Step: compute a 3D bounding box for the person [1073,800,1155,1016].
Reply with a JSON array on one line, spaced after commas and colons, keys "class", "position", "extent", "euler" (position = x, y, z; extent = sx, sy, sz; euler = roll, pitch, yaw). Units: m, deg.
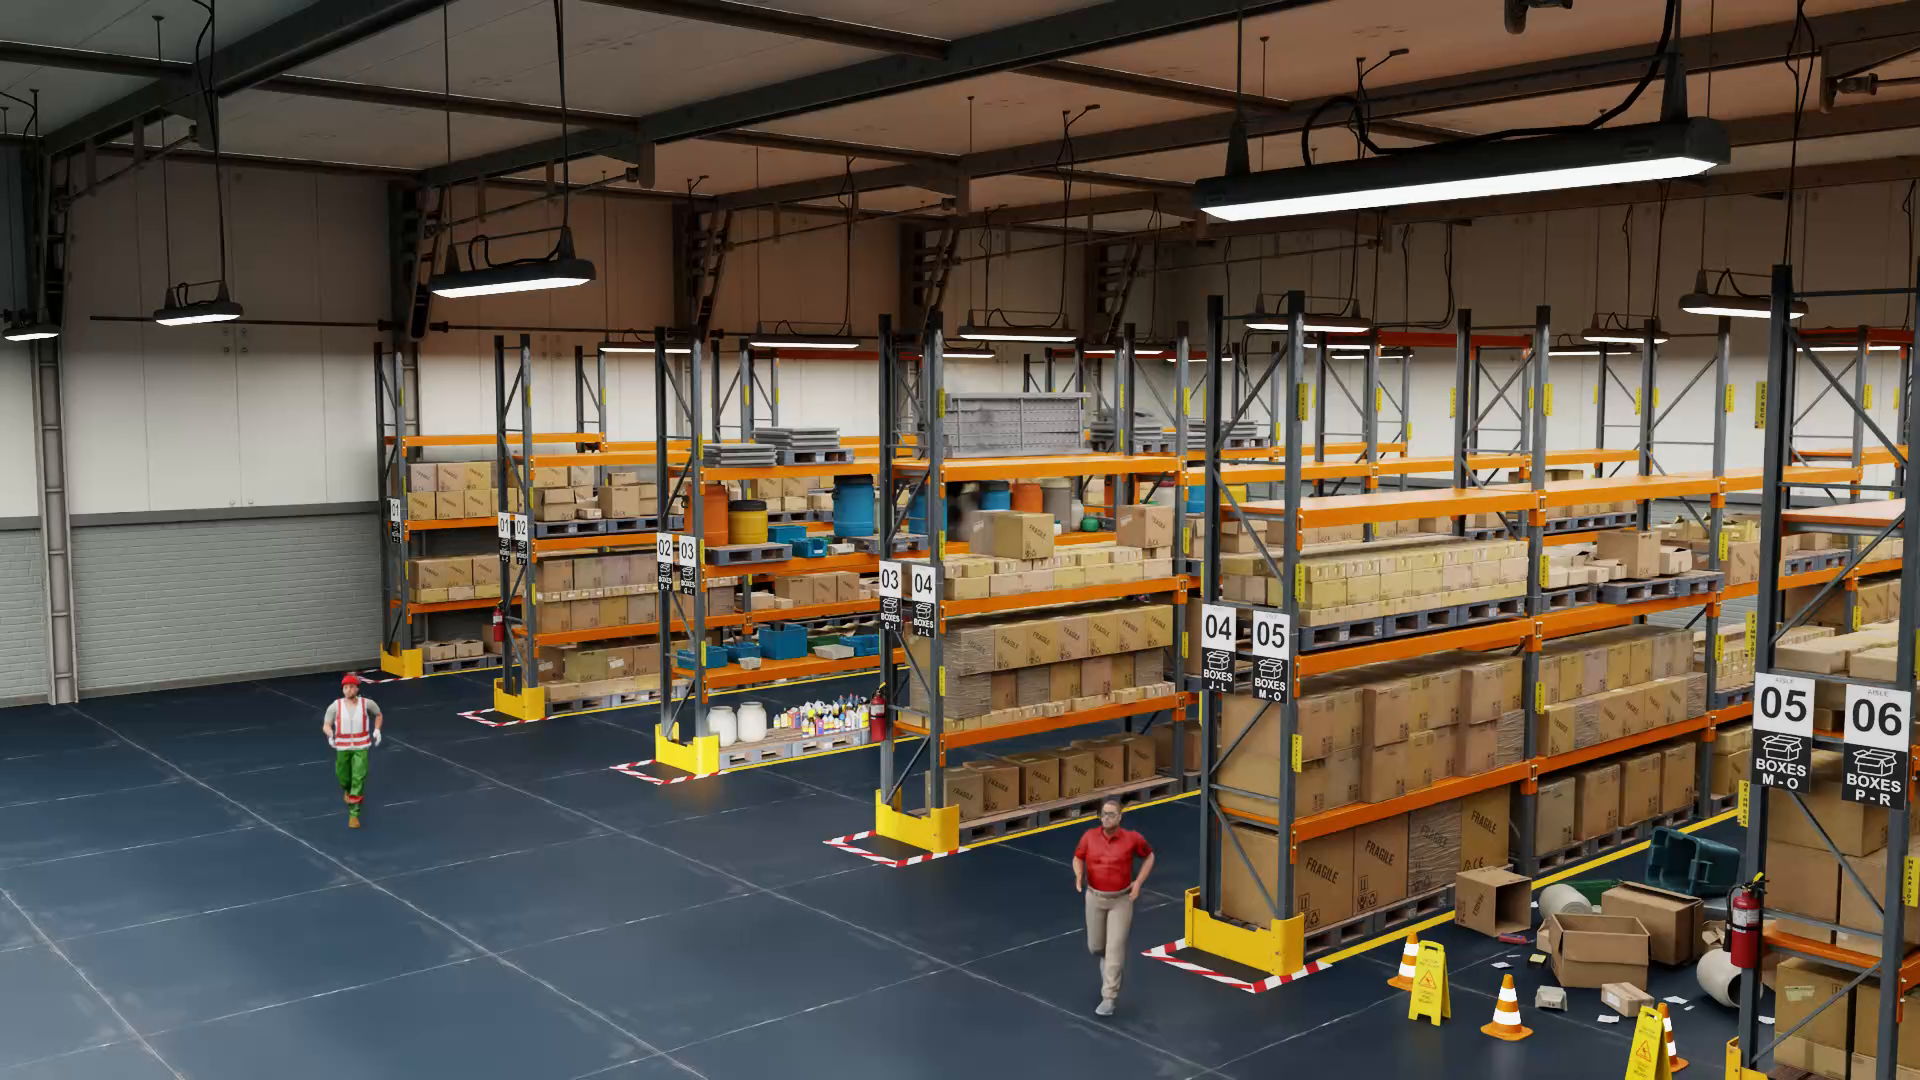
[{"class": "person", "position": [1.259, 3.029, 13.967], "extent": [0.679, 1.695, 0.970], "euler": [2, 5, 19]}]

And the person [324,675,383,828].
[{"class": "person", "position": [-7.234, 2.486, 19.847], "extent": [0.670, 1.757, 0.927], "euler": [-2, 5, -17]}]
